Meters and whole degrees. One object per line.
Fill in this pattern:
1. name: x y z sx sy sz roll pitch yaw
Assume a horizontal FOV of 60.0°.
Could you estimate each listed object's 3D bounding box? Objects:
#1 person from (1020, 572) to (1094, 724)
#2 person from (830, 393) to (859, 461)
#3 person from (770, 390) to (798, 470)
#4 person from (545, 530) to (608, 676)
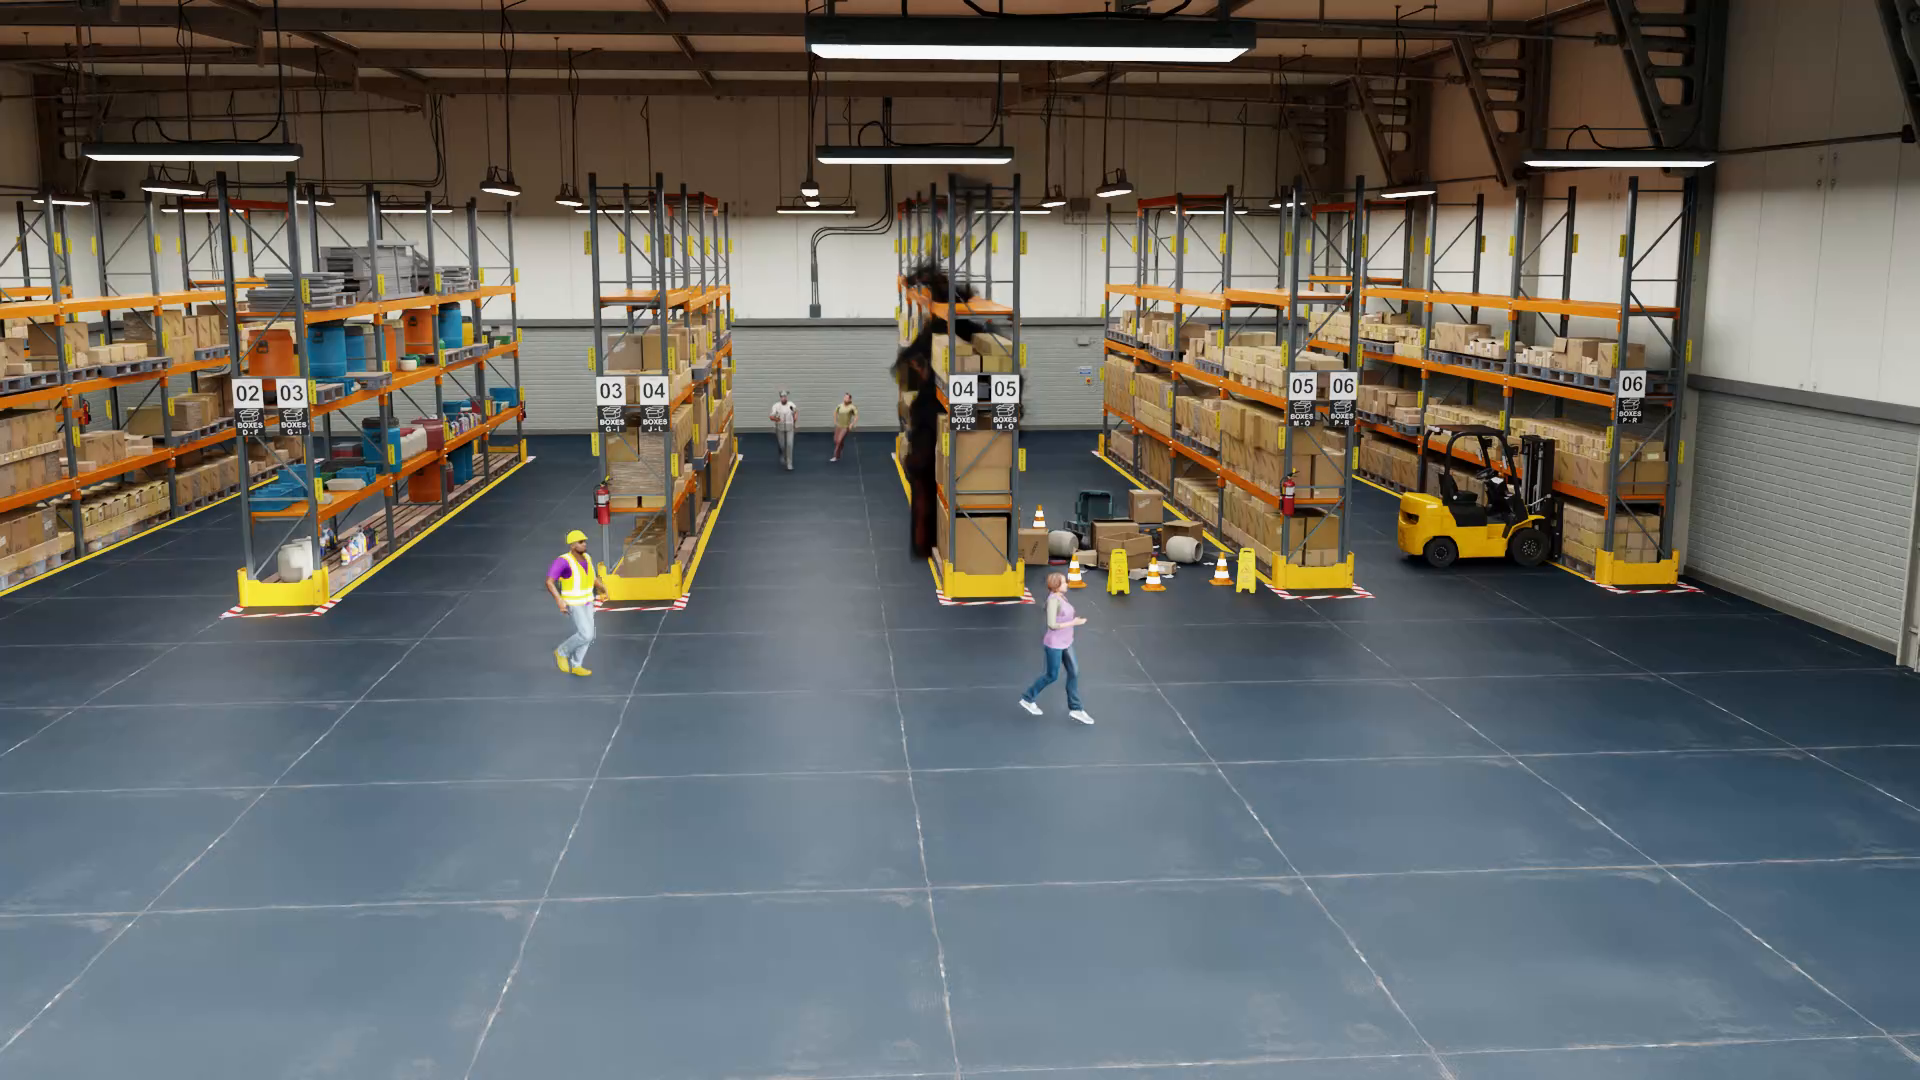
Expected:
1. person: 1.027 1.129 17.570 0.799 1.612 0.532 4 11 23
2. person: -2.703 -2.661 39.184 0.614 1.583 0.598 3 10 15
3. person: -3.990 -2.526 37.803 0.665 1.765 0.974 -2 10 -10
4. person: -4.469 0.739 19.541 0.575 1.730 0.712 5 11 24
